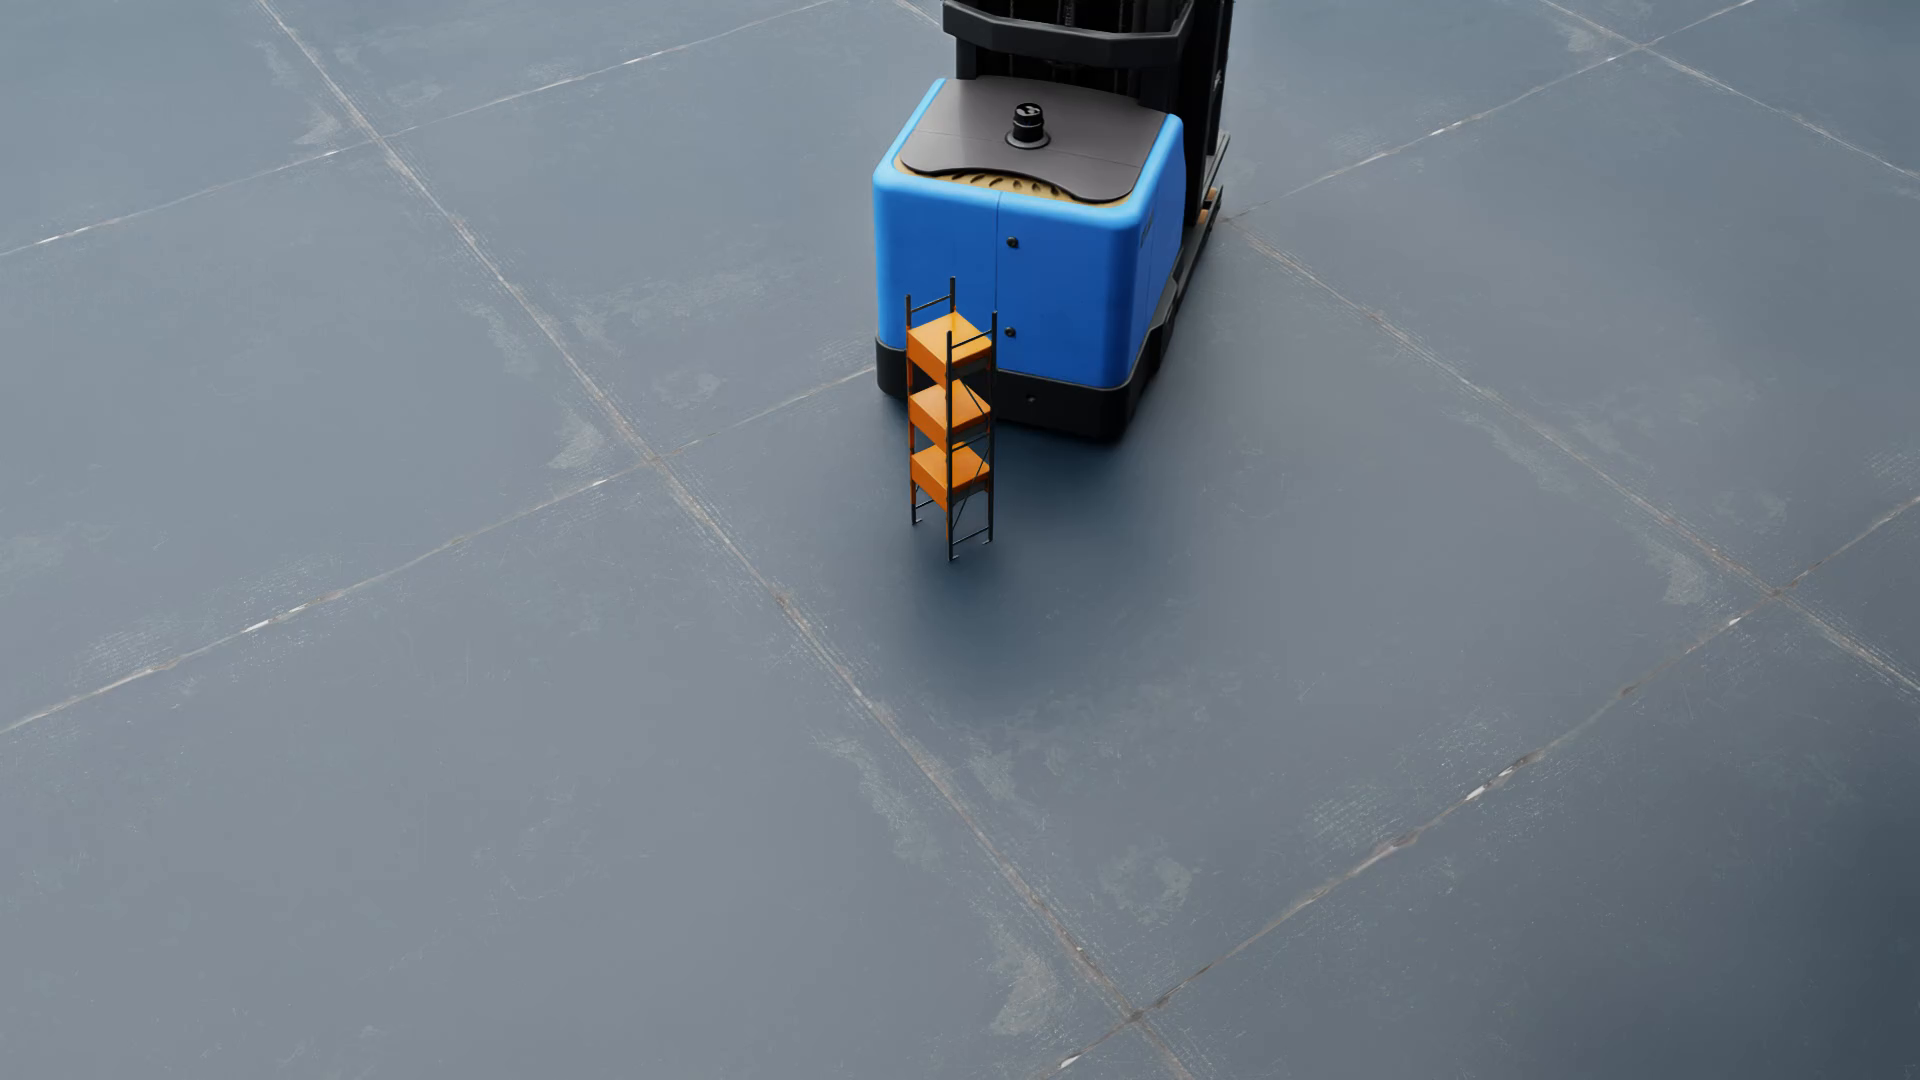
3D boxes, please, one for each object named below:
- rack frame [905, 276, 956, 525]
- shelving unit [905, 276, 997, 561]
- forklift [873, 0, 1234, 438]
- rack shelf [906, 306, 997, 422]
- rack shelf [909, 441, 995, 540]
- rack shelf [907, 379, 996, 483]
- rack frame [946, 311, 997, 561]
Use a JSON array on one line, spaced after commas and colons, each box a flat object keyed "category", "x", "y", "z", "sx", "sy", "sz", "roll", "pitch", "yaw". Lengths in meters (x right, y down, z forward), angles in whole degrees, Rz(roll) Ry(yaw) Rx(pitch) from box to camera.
[{"category": "rack frame", "x": -0.100, "y": -0.479, "z": 5.992, "sx": 0.200, "sy": 1.050, "sz": 0.008, "roll": -26, "pitch": 49, "yaw": -24}, {"category": "shelving unit", "x": -0.031, "y": -0.410, "z": 5.919, "sx": 0.215, "sy": 1.050, "sz": 0.252, "roll": -26, "pitch": 49, "yaw": -24}, {"category": "forklift", "x": 0.595, "y": -2.497, "z": 6.743, "sx": 1.130, "sy": 2.935, "sz": 3.031, "roll": 12, "pitch": 45, "yaw": 13}, {"category": "rack shelf", "x": -0.031, "y": -0.608, "z": 5.731, "sx": 0.215, "sy": 0.259, "sz": 0.240, "roll": -26, "pitch": 49, "yaw": -24}, {"category": "rack shelf", "x": -0.031, "y": -0.201, "z": 6.118, "sx": 0.215, "sy": 0.259, "sz": 0.240, "roll": -26, "pitch": 49, "yaw": -24}, {"category": "rack shelf", "x": -0.031, "y": -0.402, "z": 5.927, "sx": 0.215, "sy": 0.259, "sz": 0.240, "roll": -26, "pitch": 49, "yaw": -24}, {"category": "rack frame", "x": 0.039, "y": -0.341, "z": 5.847, "sx": 0.200, "sy": 1.050, "sz": 0.008, "roll": -26, "pitch": 49, "yaw": -24}]
